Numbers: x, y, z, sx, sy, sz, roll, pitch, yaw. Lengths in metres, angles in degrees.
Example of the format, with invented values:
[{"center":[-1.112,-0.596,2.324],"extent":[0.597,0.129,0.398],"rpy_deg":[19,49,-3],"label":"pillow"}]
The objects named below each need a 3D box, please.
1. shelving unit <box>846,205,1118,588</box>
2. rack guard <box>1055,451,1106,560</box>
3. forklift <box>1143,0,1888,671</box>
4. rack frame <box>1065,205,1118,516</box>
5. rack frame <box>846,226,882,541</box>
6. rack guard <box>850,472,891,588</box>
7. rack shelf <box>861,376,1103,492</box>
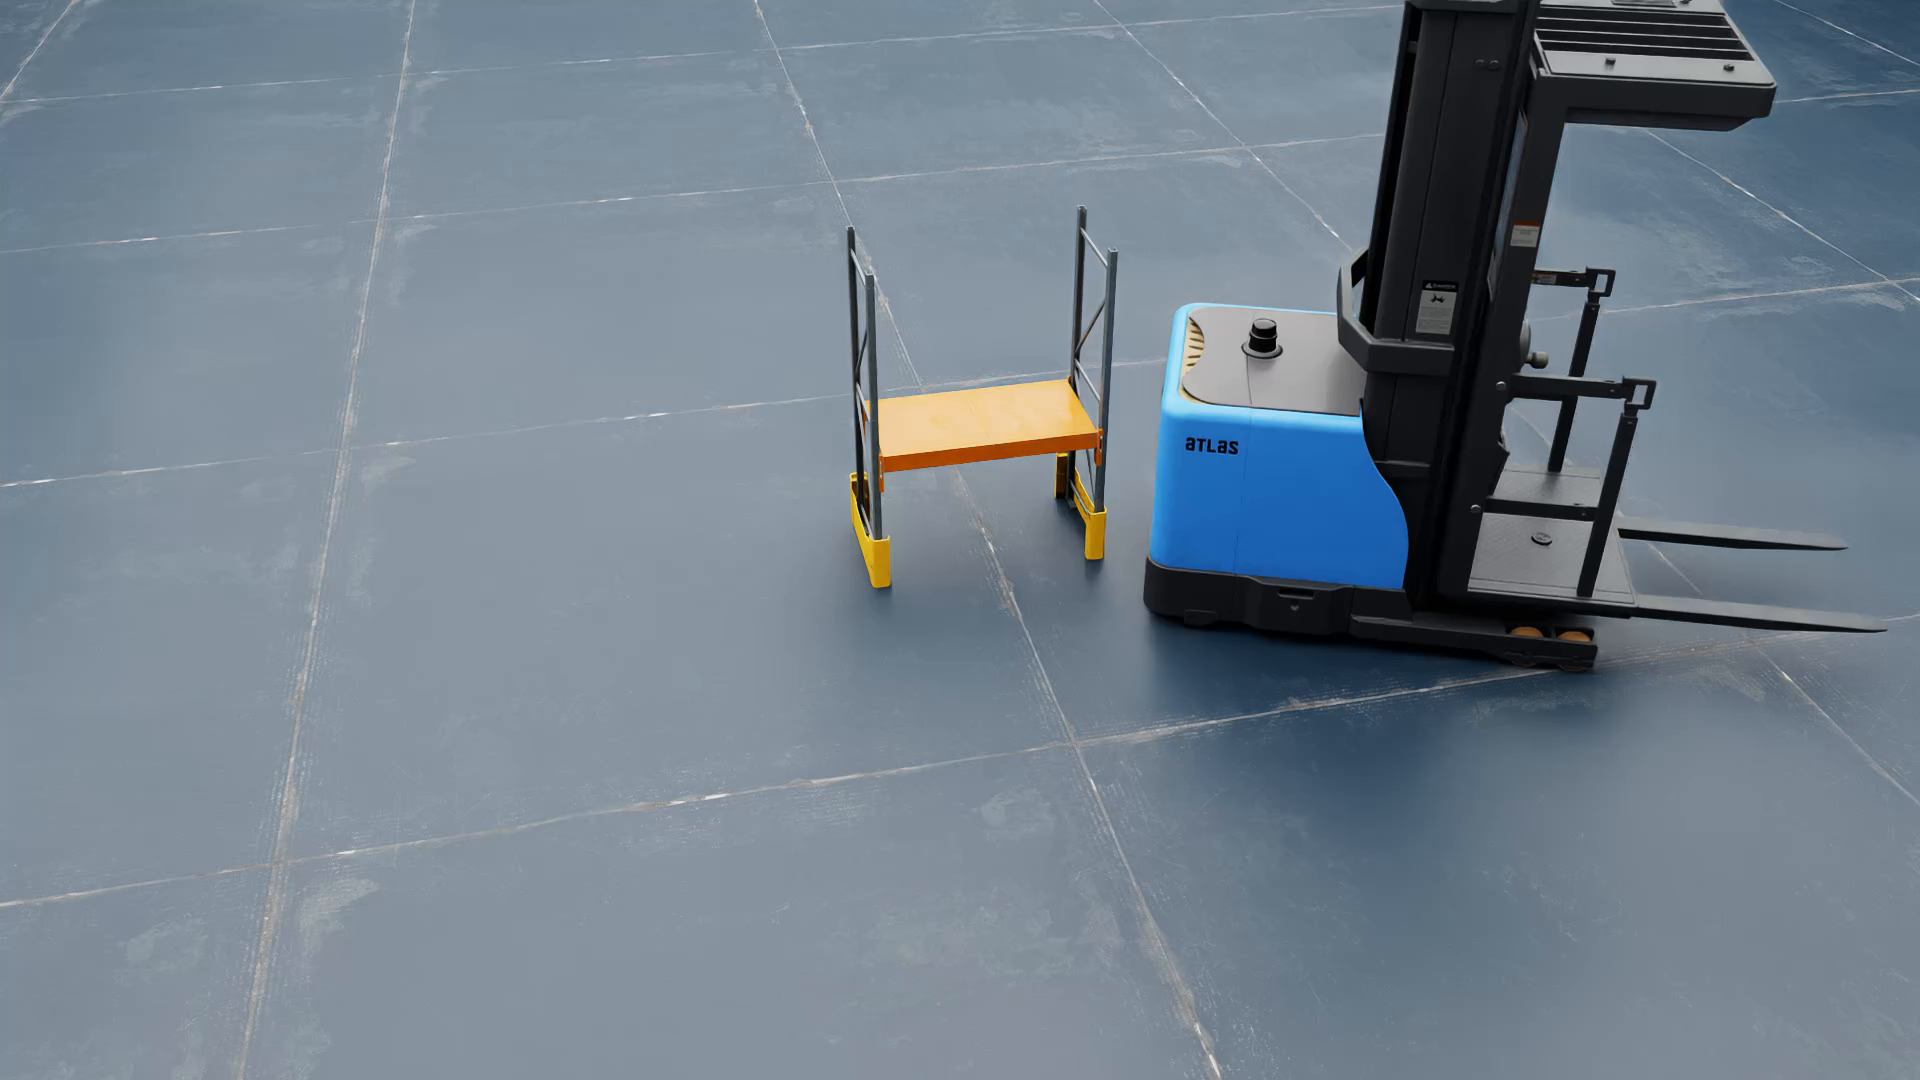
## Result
[{"center":[0.074,-0.632,7.346],"extent":[1.083,1.500,0.587],"rpy_deg":[-7,35,-11],"label":"shelving unit"},{"center":[0.560,-0.174,7.786],"extent":[0.087,0.250,0.587],"rpy_deg":[-7,35,-11],"label":"rack guard"},{"center":[2.362,-0.991,6.596],"extent":[3.031,2.935,1.130],"rpy_deg":[5,34,8],"label":"forklift"},{"center":[0.579,-0.696,7.441],"extent":[0.032,1.500,0.500],"rpy_deg":[-7,35,-11],"label":"rack frame"},{"center":[-0.413,-0.571,7.255],"extent":[0.032,1.500,0.500],"rpy_deg":[-7,35,-11],"label":"rack frame"},{"center":[-0.411,-0.052,7.603],"extent":[0.087,0.250,0.587],"rpy_deg":[-7,35,-11],"label":"rack guard"},{"center":[0.083,-0.484,7.448],"extent":[1.000,0.185,0.538],"rpy_deg":[-7,35,-11],"label":"rack shelf"}]
